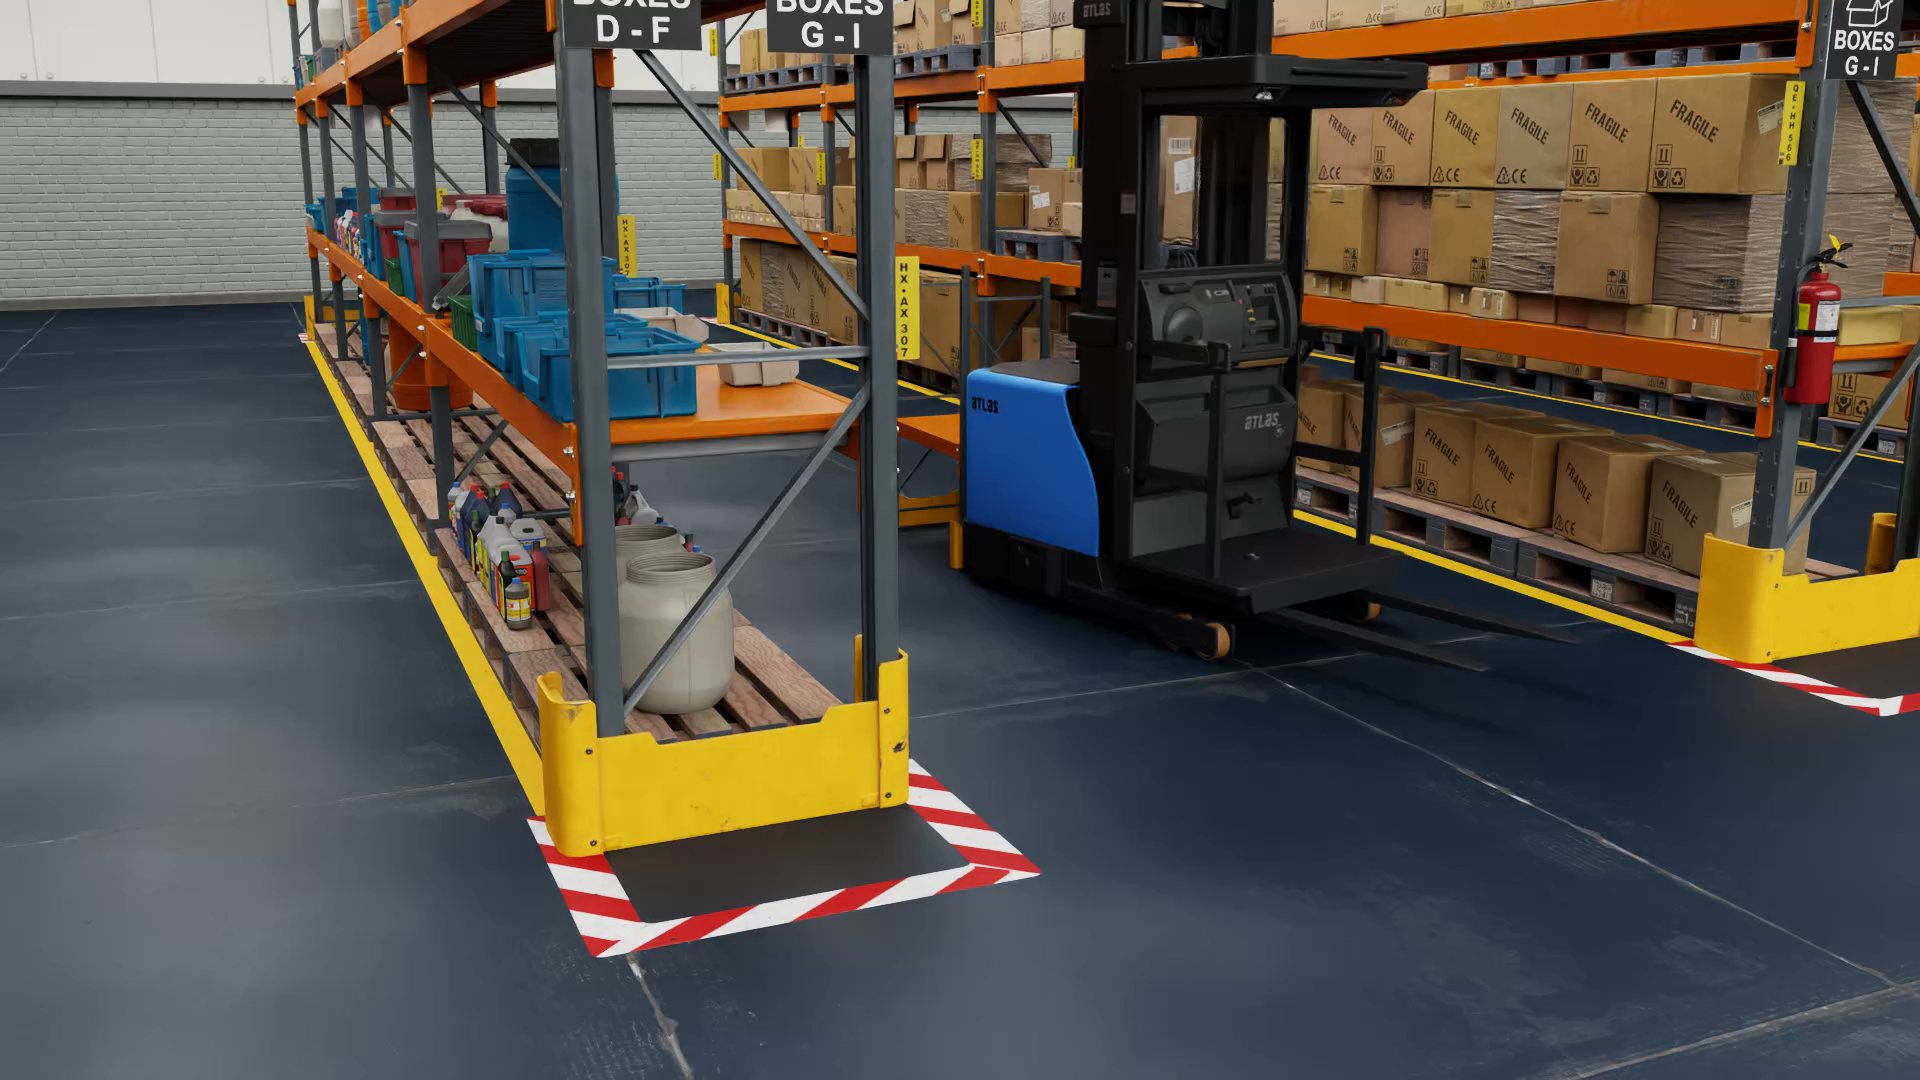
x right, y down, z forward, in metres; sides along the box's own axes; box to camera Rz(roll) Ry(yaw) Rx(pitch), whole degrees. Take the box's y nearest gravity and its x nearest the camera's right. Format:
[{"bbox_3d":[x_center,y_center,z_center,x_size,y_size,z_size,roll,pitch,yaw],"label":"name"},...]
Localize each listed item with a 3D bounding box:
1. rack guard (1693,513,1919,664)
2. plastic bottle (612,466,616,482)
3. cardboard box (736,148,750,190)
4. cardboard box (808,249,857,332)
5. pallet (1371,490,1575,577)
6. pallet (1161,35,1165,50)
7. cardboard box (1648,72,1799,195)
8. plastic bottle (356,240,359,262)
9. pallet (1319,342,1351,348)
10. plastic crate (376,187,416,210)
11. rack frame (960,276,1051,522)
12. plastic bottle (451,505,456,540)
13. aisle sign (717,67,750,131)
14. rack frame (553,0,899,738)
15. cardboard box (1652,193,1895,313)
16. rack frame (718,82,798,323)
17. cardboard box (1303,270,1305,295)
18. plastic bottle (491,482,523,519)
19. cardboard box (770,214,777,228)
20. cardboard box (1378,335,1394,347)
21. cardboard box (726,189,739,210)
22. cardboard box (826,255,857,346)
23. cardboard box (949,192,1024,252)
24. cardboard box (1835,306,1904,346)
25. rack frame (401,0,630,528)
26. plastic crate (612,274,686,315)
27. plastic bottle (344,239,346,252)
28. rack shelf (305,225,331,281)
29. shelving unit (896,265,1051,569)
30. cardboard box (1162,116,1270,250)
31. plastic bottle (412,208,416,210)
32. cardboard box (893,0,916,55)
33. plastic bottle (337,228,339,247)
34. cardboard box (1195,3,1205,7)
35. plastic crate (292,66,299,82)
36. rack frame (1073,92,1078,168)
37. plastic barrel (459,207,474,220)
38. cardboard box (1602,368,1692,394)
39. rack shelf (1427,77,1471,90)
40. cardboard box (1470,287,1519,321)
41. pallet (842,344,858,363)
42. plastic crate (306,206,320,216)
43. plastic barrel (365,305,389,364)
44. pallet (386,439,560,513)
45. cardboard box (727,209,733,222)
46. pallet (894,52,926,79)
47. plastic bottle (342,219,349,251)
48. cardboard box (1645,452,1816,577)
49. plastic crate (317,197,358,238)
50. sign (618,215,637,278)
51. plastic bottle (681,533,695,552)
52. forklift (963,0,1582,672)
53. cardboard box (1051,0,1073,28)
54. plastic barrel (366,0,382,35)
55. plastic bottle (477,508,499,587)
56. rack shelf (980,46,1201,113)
[{"bbox_3d":[3.826,0.201,7.391,1.175,0.500,0.348,-6,14,-23],"label":"rack guard"},{"bbox_3d":[-1.762,-0.197,8.466,0.144,0.351,0.185,-6,14,-24],"label":"plastic bottle"},{"bbox_3d":[-2.408,-4.517,20.243,0.500,0.500,0.500,-6,14,-24],"label":"cardboard box"},{"bbox_3d":[-1.142,-2.793,18.566,0.875,0.875,0.875,-6,14,-23],"label":"cardboard box"},{"bbox_3d":[3.048,-0.081,9.250,1.003,0.211,1.213,-6,14,-23],"label":"pallet"},{"bbox_3d":[1.686,-3.548,11.812,1.213,0.211,1.003,-6,14,-23],"label":"pallet"},{"bbox_3d":[3.409,-1.773,7.279,0.500,0.500,0.500,-6,14,-23],"label":"cardboard box"},{"bbox_3d":[-4.679,-2.288,13.044,0.097,0.201,0.097,0,13,0],"label":"plastic bottle"},{"bbox_3d":[3.948,-2.388,19.219,1.003,0.211,1.213,-6,14,-23],"label":"pallet"},{"bbox_3d":[-5.617,-3.300,16.702,0.402,0.464,0.583,-6,14,-23],"label":"plastic crate"},{"bbox_3d":[0.233,-0.610,8.678,0.500,1.500,0.032,-6,14,-23],"label":"rack frame"},{"bbox_3d":[-2.518,-0.104,8.399,0.097,0.201,0.097,0,13,0],"label":"plastic bottle"},{"bbox_3d":[-2.857,-5.561,20.978,0.394,0.787,0.004,-6,14,-23],"label":"aisle sign"},{"bbox_3d":[-0.682,-0.553,5.109,1.000,3.000,0.127,-6,14,-23],"label":"rack frame"},{"bbox_3d":[3.661,-1.311,7.498,0.875,0.500,0.500,-6,14,-23],"label":"cardboard box"},{"bbox_3d":[-2.553,-4.306,21.324,1.000,3.000,0.127,-6,14,-23],"label":"rack frame"},{"bbox_3d":[2.153,-1.580,10.103,0.380,0.149,0.250,-6,14,-23],"label":"cardboard box"},{"bbox_3d":[-2.209,-0.112,8.102,0.144,0.351,0.185,-6,14,-23],"label":"plastic bottle"},{"bbox_3d":[-1.989,-3.709,19.301,0.380,0.149,0.250,-5,14,-22],"label":"cardboard box"},{"bbox_3d":[4.529,-2.287,17.213,0.500,0.500,0.500,-5,14,-21],"label":"cardboard box"},{"bbox_3d":[-2.608,-4.255,20.774,0.500,0.250,0.500,-6,14,-24],"label":"cardboard box"},{"bbox_3d":[-0.676,-2.519,17.382,1.225,0.875,0.875,-6,14,-23],"label":"cardboard box"},{"bbox_3d":[0.227,-2.782,14.515,0.500,0.500,0.500,-5,14,-21],"label":"cardboard box"},{"bbox_3d":[3.960,-0.959,7.417,0.380,0.149,0.250,-6,14,-23],"label":"cardboard box"},{"bbox_3d":[-2.284,-1.380,8.679,1.000,3.000,0.127,-6,14,-23],"label":"rack frame"},{"bbox_3d":[-1.592,-1.103,7.814,0.499,0.251,0.616,-6,14,-23],"label":"plastic crate"},{"bbox_3d":[-5.260,-2.588,14.340,0.097,0.201,0.097,0,13,0],"label":"plastic bottle"},{"bbox_3d":[-6.290,-3.095,17.687,1.077,0.370,4.000,-6,14,-23],"label":"rack shelf"},{"bbox_3d":[0.024,-0.716,9.139,0.587,1.500,1.083,-6,14,-23],"label":"shelving unit"},{"bbox_3d":[2.064,-2.501,11.261,1.000,1.000,1.000,-6,14,-23],"label":"cardboard box"},{"bbox_3d":[-4.879,-2.797,14.912,0.144,0.351,0.185,-6,14,-23],"label":"plastic bottle"},{"bbox_3d":[-0.186,-4.790,15.601,0.797,0.503,0.637,-6,14,-24],"label":"cardboard box"},{"bbox_3d":[-5.617,-2.772,15.134,0.097,0.201,0.097,0,13,0],"label":"plastic bottle"},{"bbox_3d":[1.786,-3.613,11.042,0.396,0.266,0.258,-5,14,-21],"label":"cardboard box"},{"bbox_3d":[-7.192,-5.152,18.615,0.497,0.269,0.590,-6,14,-23],"label":"plastic crate"},{"bbox_3d":[2.032,-4.734,23.170,1.000,3.000,0.127,-6,14,-23],"label":"rack frame"},{"bbox_3d":[-3.110,-1.980,11.026,0.421,0.512,0.421,0,13,0],"label":"plastic barrel"},{"bbox_3d":[6.125,-1.683,14.046,1.050,0.750,0.750,-6,14,-23],"label":"cardboard box"},{"bbox_3d":[4.435,-4.605,17.557,1.077,0.370,4.000,-6,14,-23],"label":"rack shelf"},{"bbox_3d":[2.856,-1.219,8.542,0.380,0.149,0.250,-6,14,-23],"label":"cardboard box"},{"bbox_3d":[-0.573,-1.969,17.409,1.003,0.211,1.213,-6,14,-23],"label":"pallet"},{"bbox_3d":[-7.030,-3.590,18.467,0.416,0.233,0.300,-6,14,-23],"label":"plastic crate"},{"bbox_3d":[-5.003,-1.955,14.886,0.600,0.901,0.708,-6,14,-23],"label":"plastic barrel"},{"bbox_3d":[-3.127,-0.432,10.770,1.003,0.211,1.213,-6,14,-23],"label":"pallet"},{"bbox_3d":[-2.713,-4.081,20.907,0.380,0.149,0.250,-5,14,-22],"label":"cardboard box"},{"bbox_3d":[-0.106,-4.382,15.417,1.003,0.211,1.213,-5,14,-20],"label":"pallet"},{"bbox_3d":[-5.282,-2.651,14.446,0.152,0.276,0.135,-6,14,-23],"label":"plastic bottle"},{"bbox_3d":[3.621,-0.118,7.840,0.500,0.500,0.500,-3,13,-13],"label":"cardboard box"},{"bbox_3d":[-5.989,-3.120,16.099,0.392,0.384,0.575,-6,14,-23],"label":"plastic crate"},{"bbox_3d":[-1.776,-1.562,8.853,0.100,0.325,0.005,-6,14,-23],"label":"sign"},{"bbox_3d":[-1.197,0.104,7.315,0.061,0.283,0.133,-5,14,-22],"label":"plastic bottle"},{"bbox_3d":[1.307,-1.036,7.344,1.130,2.935,3.031,-10,16,-36],"label":"forklift"},{"bbox_3d":[1.012,-4.079,12.357,0.500,0.500,0.500,-6,14,-25],"label":"cardboard box"},{"bbox_3d":[-3.211,-3.441,9.822,0.600,0.901,0.708,-6,14,-23],"label":"plastic barrel"},{"bbox_3d":[-2.095,0.027,7.498,0.144,0.351,0.185,-6,14,-23],"label":"plastic bottle"},{"bbox_3d":[1.453,-3.351,12.140,1.077,0.370,4.000,-6,14,-23],"label":"rack shelf"}]
